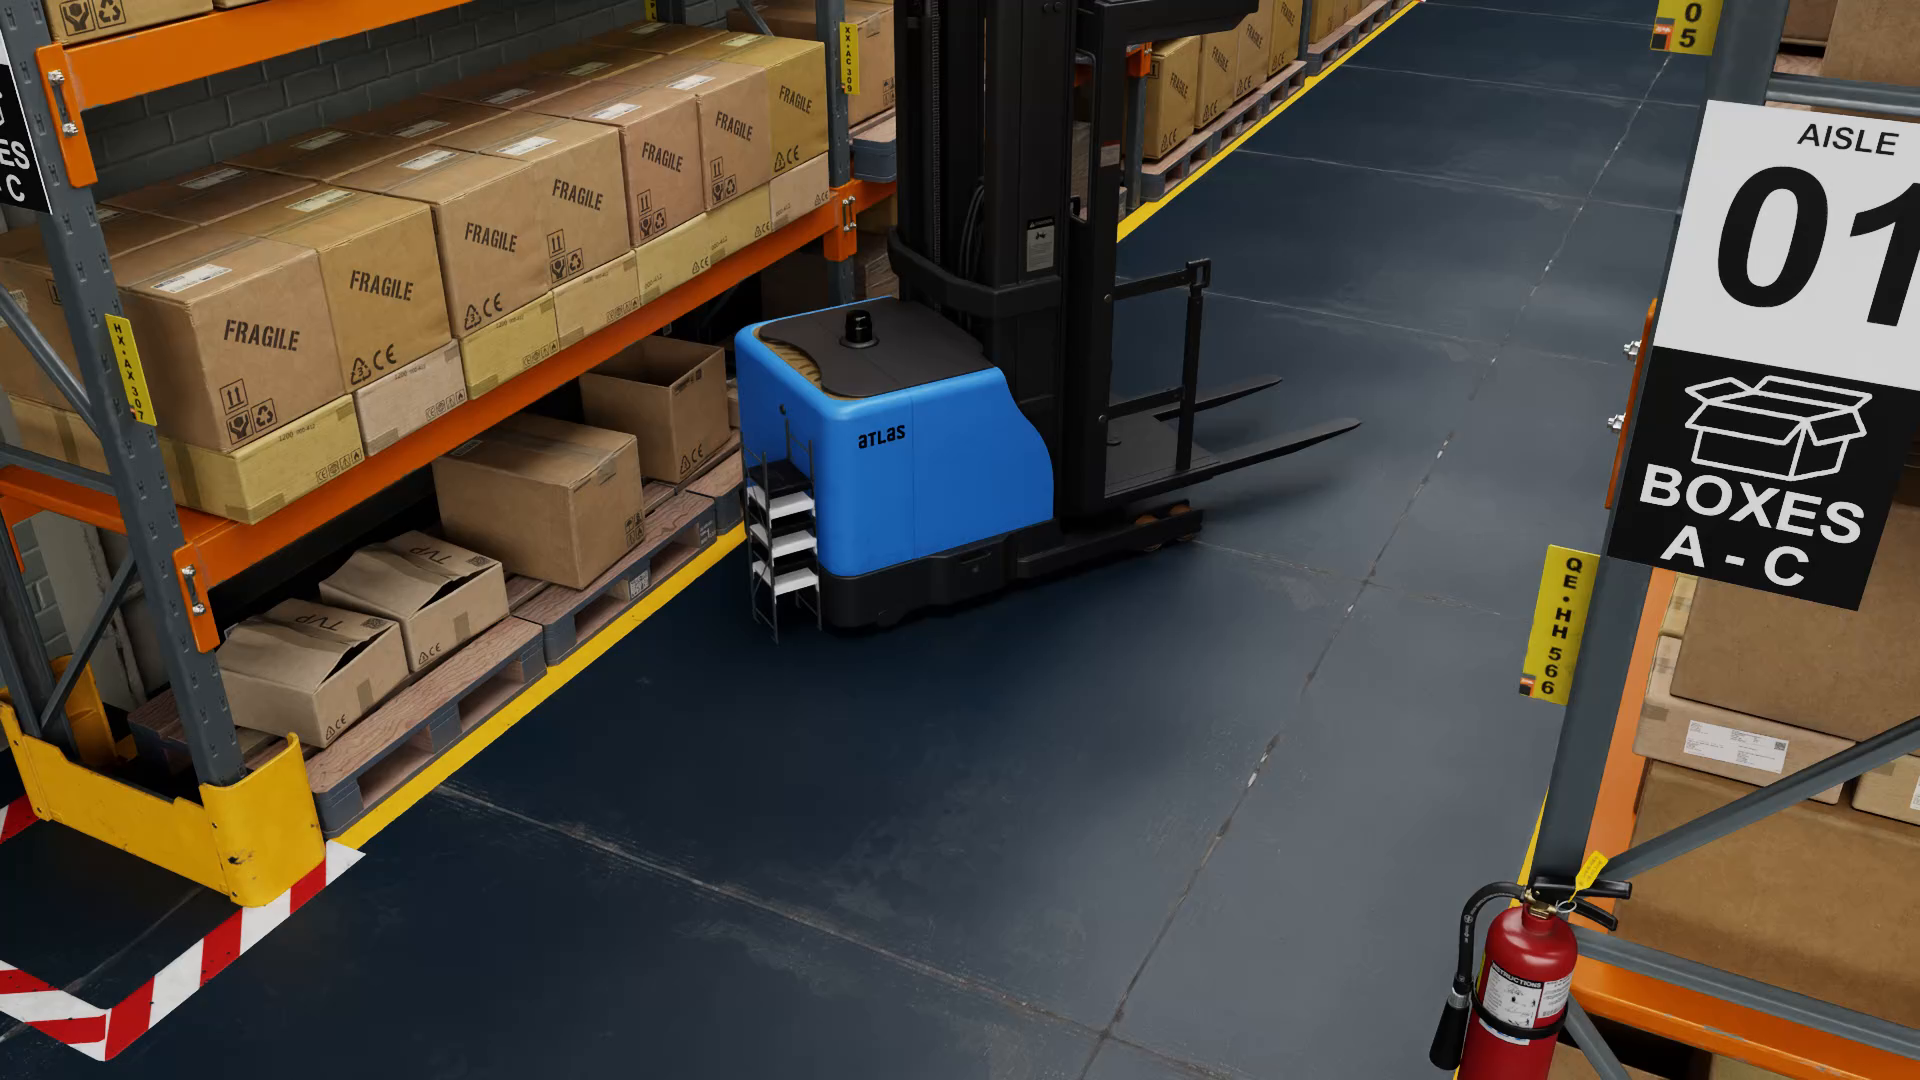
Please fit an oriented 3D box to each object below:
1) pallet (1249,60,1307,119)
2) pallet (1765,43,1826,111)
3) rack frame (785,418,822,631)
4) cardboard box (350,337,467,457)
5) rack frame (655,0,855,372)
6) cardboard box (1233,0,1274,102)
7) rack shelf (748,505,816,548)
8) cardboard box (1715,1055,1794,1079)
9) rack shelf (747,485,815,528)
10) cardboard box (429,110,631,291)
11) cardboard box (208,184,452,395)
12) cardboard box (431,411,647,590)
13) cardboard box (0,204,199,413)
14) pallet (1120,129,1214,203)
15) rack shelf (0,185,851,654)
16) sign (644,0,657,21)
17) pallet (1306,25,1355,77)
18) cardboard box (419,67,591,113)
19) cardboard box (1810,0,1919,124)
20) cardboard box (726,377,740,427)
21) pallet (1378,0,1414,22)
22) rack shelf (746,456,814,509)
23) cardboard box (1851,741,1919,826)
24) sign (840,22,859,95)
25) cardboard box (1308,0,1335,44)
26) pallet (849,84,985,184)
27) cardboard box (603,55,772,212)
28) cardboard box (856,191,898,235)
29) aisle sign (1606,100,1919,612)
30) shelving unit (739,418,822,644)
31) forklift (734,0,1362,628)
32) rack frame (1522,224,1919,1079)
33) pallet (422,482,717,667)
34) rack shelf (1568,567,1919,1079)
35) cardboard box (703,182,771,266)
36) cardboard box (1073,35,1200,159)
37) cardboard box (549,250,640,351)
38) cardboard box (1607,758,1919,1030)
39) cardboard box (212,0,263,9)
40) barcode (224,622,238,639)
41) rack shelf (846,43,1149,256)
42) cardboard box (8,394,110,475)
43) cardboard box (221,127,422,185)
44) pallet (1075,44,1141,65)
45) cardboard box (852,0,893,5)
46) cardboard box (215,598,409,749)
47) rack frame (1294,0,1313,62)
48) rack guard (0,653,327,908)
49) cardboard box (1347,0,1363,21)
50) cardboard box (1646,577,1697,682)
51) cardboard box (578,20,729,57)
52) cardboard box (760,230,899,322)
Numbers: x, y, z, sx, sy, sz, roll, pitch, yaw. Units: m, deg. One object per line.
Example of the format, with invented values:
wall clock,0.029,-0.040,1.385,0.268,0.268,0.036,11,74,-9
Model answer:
pallet,2.352,-3.978,14.466,1.003,0.211,1.213,14,33,23
pallet,1.927,-0.675,2.990,1.003,0.211,1.213,14,33,23
rack frame,-0.653,-0.056,6.944,0.006,0.900,0.240,-16,34,-26
cardboard box,-2.101,-0.548,5.823,0.500,0.250,0.500,13,32,22
rack frame,-1.008,-2.000,8.221,1.000,3.000,0.127,14,33,23
cardboard box,2.054,-4.084,13.587,0.750,0.750,0.750,15,33,25
rack shelf,-0.741,-0.080,6.871,0.200,0.077,0.258,-16,34,-26
cardboard box,2.250,1.171,4.285,0.500,0.500,0.500,14,33,23
rack shelf,-0.741,-0.158,6.827,0.200,0.077,0.258,-16,34,-26
cardboard box,-1.645,-1.315,6.406,0.500,0.500,0.500,15,33,25
cardboard box,-2.111,-0.856,5.606,0.500,0.500,0.500,14,33,23
cardboard box,-1.796,-0.187,7.131,0.700,0.500,0.500,12,32,20
cardboard box,-2.804,-0.753,5.427,0.500,0.500,0.500,14,33,23
pallet,1.241,-2.897,12.582,1.003,0.211,1.213,14,33,23
rack shelf,-1.919,-0.802,6.856,1.077,0.370,4.000,14,33,23
sign,-1.503,-2.627,8.149,0.100,0.325,0.005,14,33,23
pallet,3.053,-4.657,15.647,1.003,0.211,1.213,14,33,23
cardboard box,-1.878,-1.660,7.006,0.500,0.500,0.500,15,33,25
cardboard box,1.847,-0.947,2.709,0.797,0.503,0.637,17,34,27
cardboard box,-1.225,-0.718,8.392,0.380,0.166,0.250,10,31,17
pallet,4.164,-5.739,17.531,1.003,0.211,1.213,14,33,23
rack shelf,-0.741,-0.236,6.782,0.200,0.077,0.258,-16,34,-26
cardboard box,1.952,0.445,3.211,0.380,0.149,0.250,14,33,23
sign,-0.521,-2.256,7.797,0.100,0.325,0.005,14,33,23
cardboard box,3.069,-4.953,15.452,0.700,0.500,0.500,15,33,24
pallet,-0.530,-2.223,8.801,1.003,0.211,1.213,14,33,23
cardboard box,-1.170,-1.767,7.192,0.500,0.500,0.500,14,33,23
cardboard box,-0.489,-1.958,9.463,0.500,0.250,0.500,14,33,22
aisle sign,1.290,-0.270,2.597,0.394,0.787,0.004,14,33,23
shelving unit,-0.741,-0.031,6.900,0.210,0.900,0.258,-16,34,-26
forklift,0.539,-1.428,7.294,3.031,2.935,1.130,-16,34,-26
rack frame,1.582,0.895,3.179,1.000,3.000,0.127,14,33,23
pallet,-1.837,0.058,7.438,1.003,0.211,1.213,14,33,23
rack shelf,2.493,0.320,4.902,1.077,0.370,4.000,14,33,23
cardboard box,-1.188,-1.446,7.387,0.500,0.250,0.500,14,33,23
cardboard box,1.266,-3.320,12.256,0.750,0.750,0.750,14,33,23
cardboard box,-1.631,-0.996,6.604,0.500,0.250,0.500,15,33,24
cardboard box,1.806,0.648,3.510,0.700,0.500,0.500,14,33,23
cardboard box,-2.178,-1.901,4.916,0.500,0.500,0.500,17,34,26
barcode,-2.782,0.359,6.362,0.001,0.075,0.075,14,33,23
rack shelf,-0.096,-2.575,9.944,1.077,0.370,4.000,14,33,23
cardboard box,-2.789,-0.422,5.603,0.500,0.250,0.500,15,33,24
cardboard box,-2.334,-1.204,6.212,0.500,0.500,0.500,13,32,22
pallet,0.585,-3.350,10.765,1.213,0.211,1.003,14,33,23
cardboard box,-0.484,-2.698,8.895,0.700,0.500,0.500,18,34,28
cardboard box,-2.434,0.462,6.192,0.500,0.311,0.500,11,32,18
rack frame,2.637,-5.547,14.397,1.000,3.000,0.127,14,33,23
rack guard,-2.795,0.823,5.814,1.175,0.500,0.348,14,33,23
cardboard box,3.536,-5.402,16.234,0.700,0.500,0.500,15,33,24
cardboard box,1.704,0.241,3.566,0.380,0.149,0.250,15,33,25
cardboard box,-1.408,-2.108,7.786,0.500,0.500,0.500,14,33,22
cardboard box,-0.687,-1.437,9.309,0.700,0.500,0.500,15,33,25
